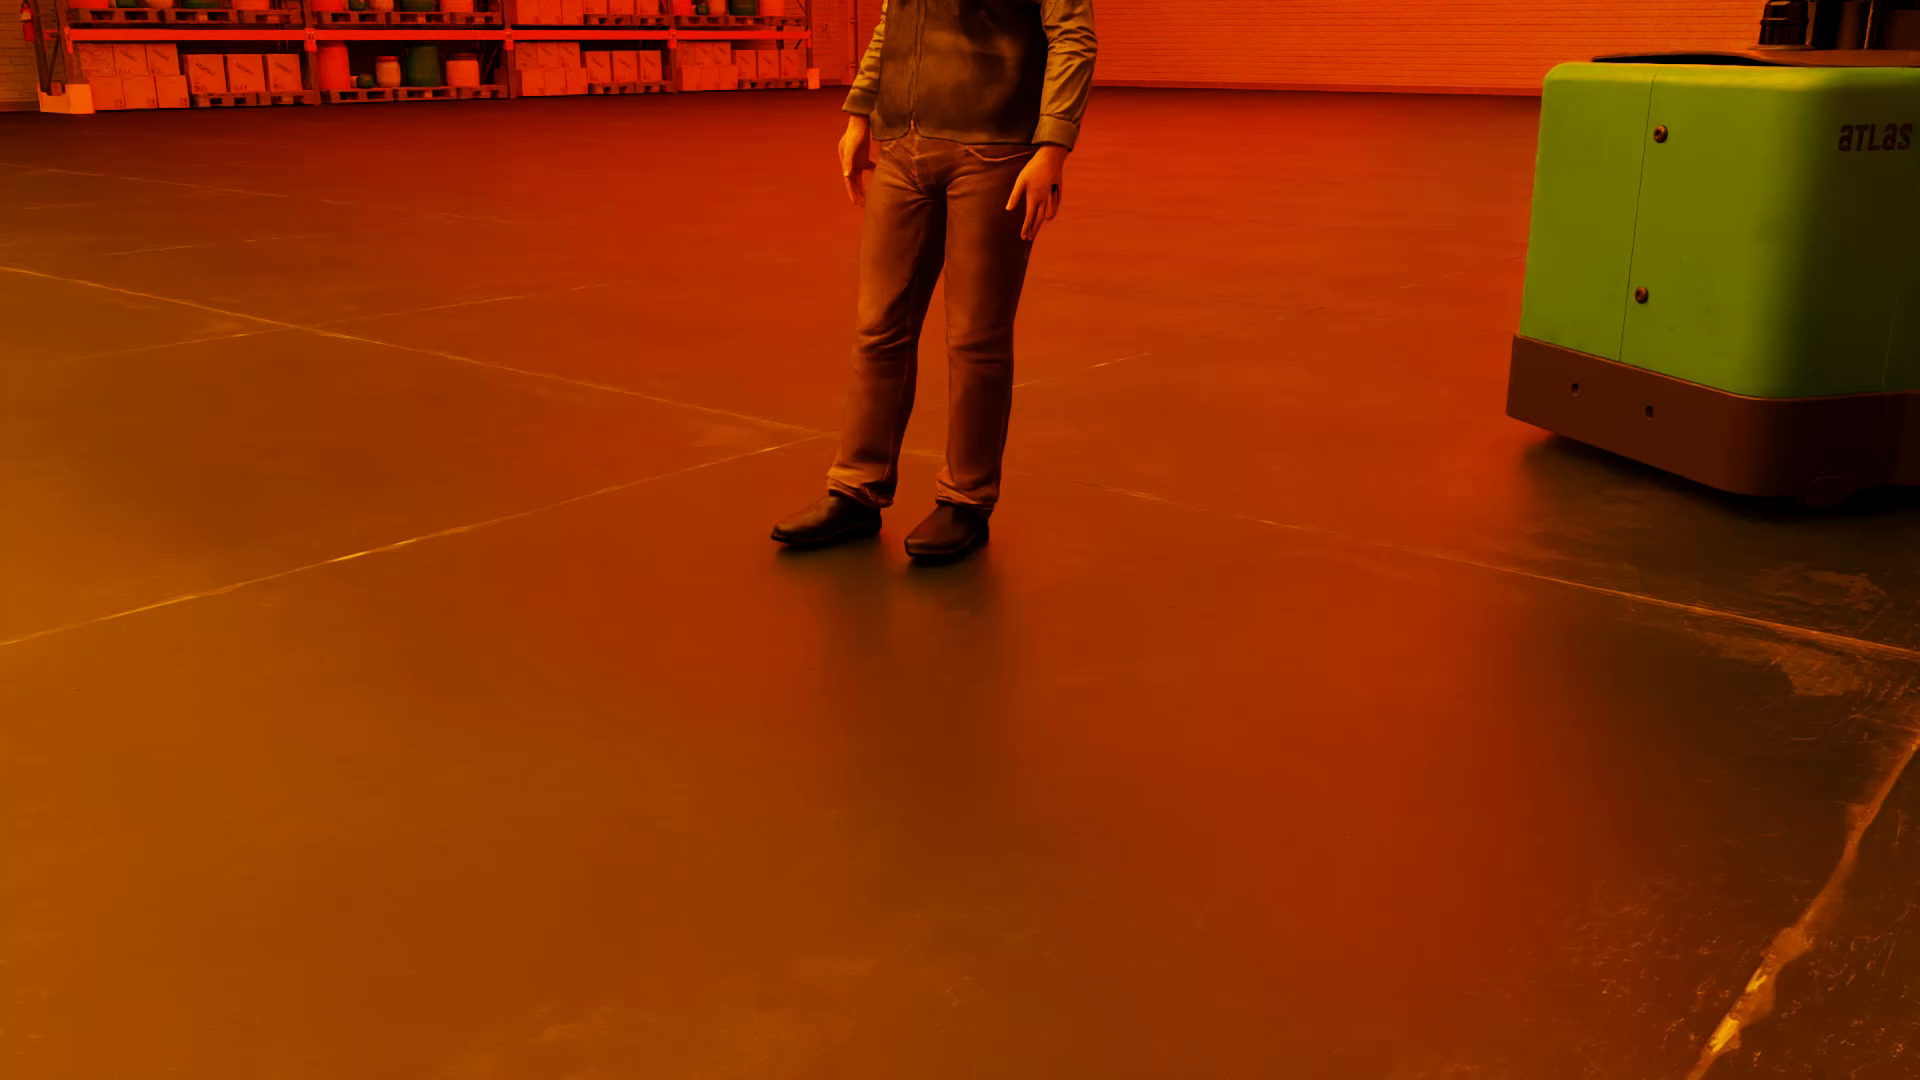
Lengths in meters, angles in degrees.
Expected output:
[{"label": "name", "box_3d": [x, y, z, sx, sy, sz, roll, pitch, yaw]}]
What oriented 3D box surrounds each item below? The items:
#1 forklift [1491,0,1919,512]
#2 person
[{"label": "forklift", "box_3d": [3.141, -1.703, 4.504, 3.031, 2.935, 1.130, -5, 18, -17]}, {"label": "person", "box_3d": [-0.046, -0.818, 3.648, 0.633, 1.722, 0.566, 13, 21, 37]}]
